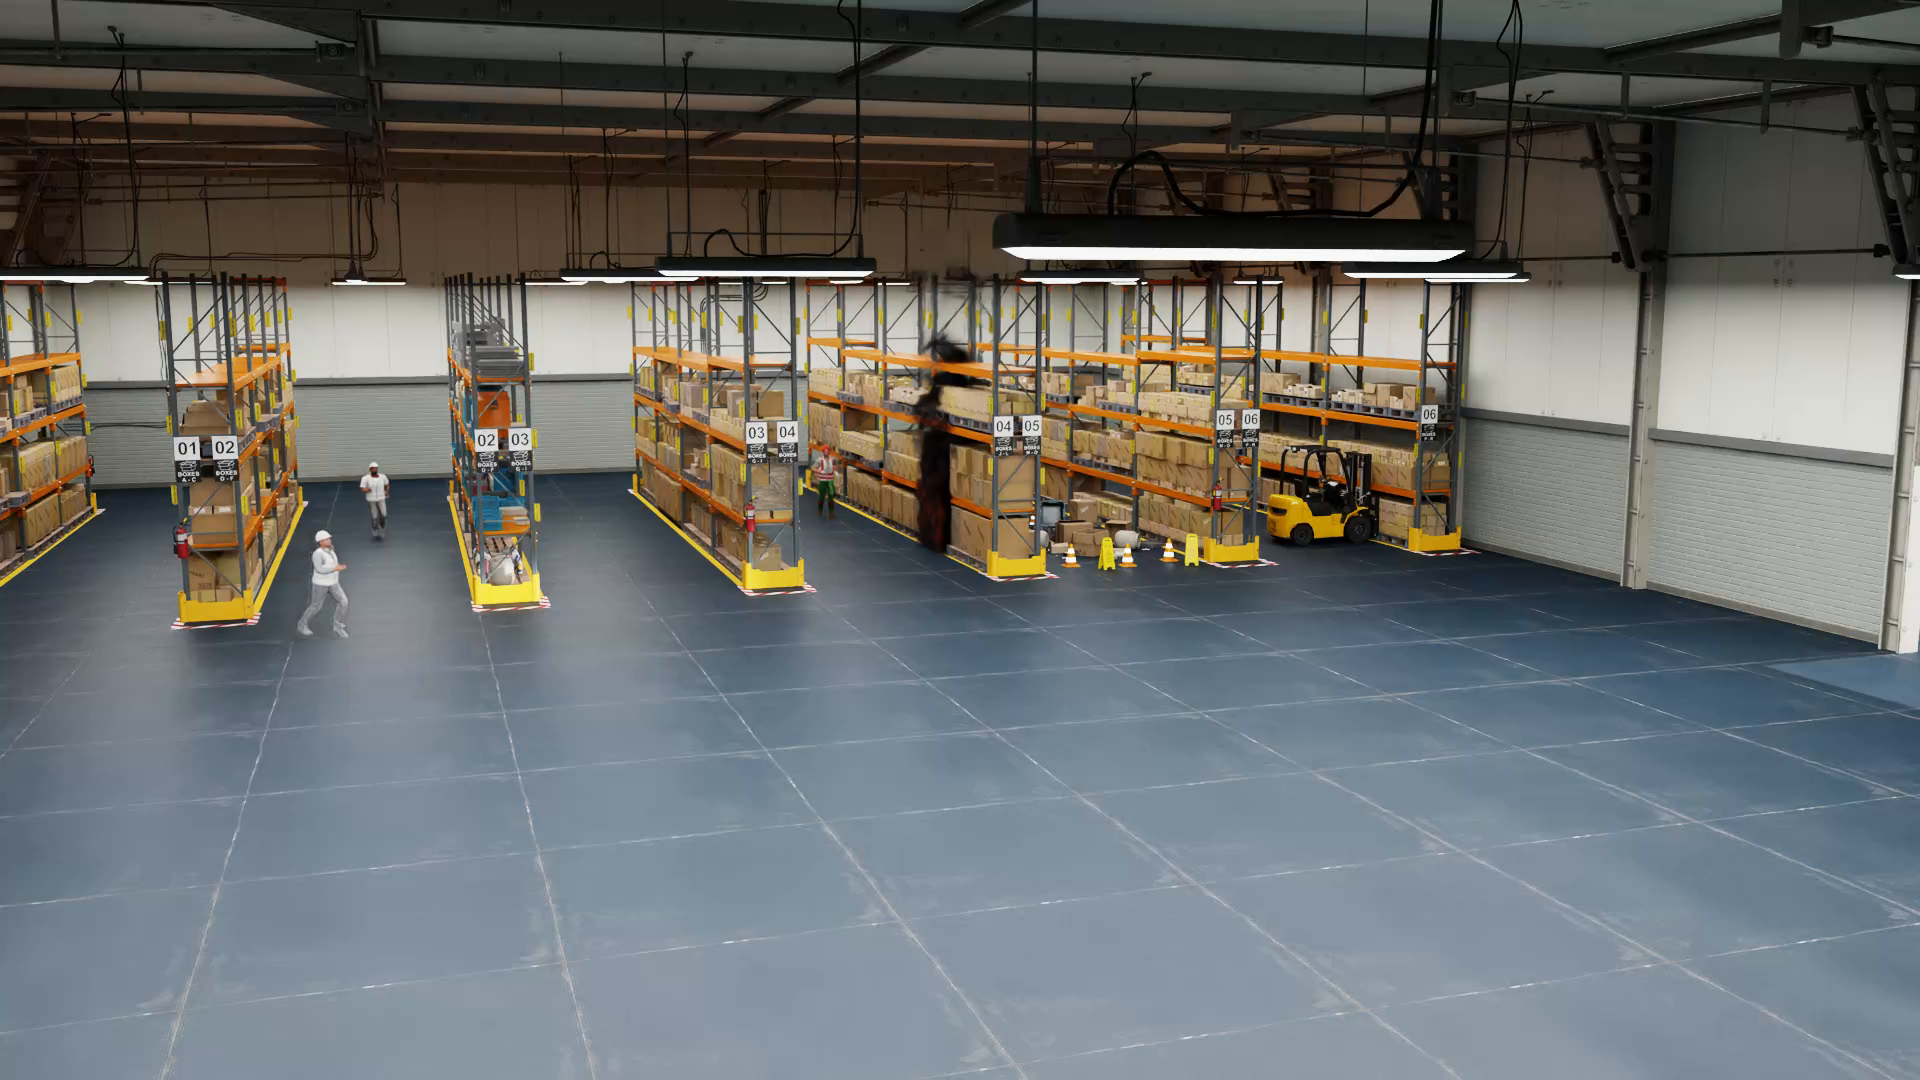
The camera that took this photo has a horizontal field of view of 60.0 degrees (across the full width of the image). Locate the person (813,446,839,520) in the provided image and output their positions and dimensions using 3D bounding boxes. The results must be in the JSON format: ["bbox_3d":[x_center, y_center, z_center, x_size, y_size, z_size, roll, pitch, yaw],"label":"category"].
[{"bbox_3d":[-3.366,-1.456,41.776,0.683,1.844,0.817,-3,9,-20],"label":"person"}]

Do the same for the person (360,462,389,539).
[{"bbox_3d":[-13.413,-0.900,38.249,0.677,1.772,0.649,-5,10,-28],"label":"person"}]

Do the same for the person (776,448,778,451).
[{"bbox_3d":[-5.309,-2.436,49.136,0.451,1.530,0.562,-5,10,-32],"label":"person"}]

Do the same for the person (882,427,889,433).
[{"bbox_3d":[-2.152,-2.425,48.363,0.686,1.755,0.771,-5,10,-28],"label":"person"}]

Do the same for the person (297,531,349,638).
[{"bbox_3d":[-10.468,0.740,27.359,0.894,1.821,0.661,2,9,11],"label":"person"}]
